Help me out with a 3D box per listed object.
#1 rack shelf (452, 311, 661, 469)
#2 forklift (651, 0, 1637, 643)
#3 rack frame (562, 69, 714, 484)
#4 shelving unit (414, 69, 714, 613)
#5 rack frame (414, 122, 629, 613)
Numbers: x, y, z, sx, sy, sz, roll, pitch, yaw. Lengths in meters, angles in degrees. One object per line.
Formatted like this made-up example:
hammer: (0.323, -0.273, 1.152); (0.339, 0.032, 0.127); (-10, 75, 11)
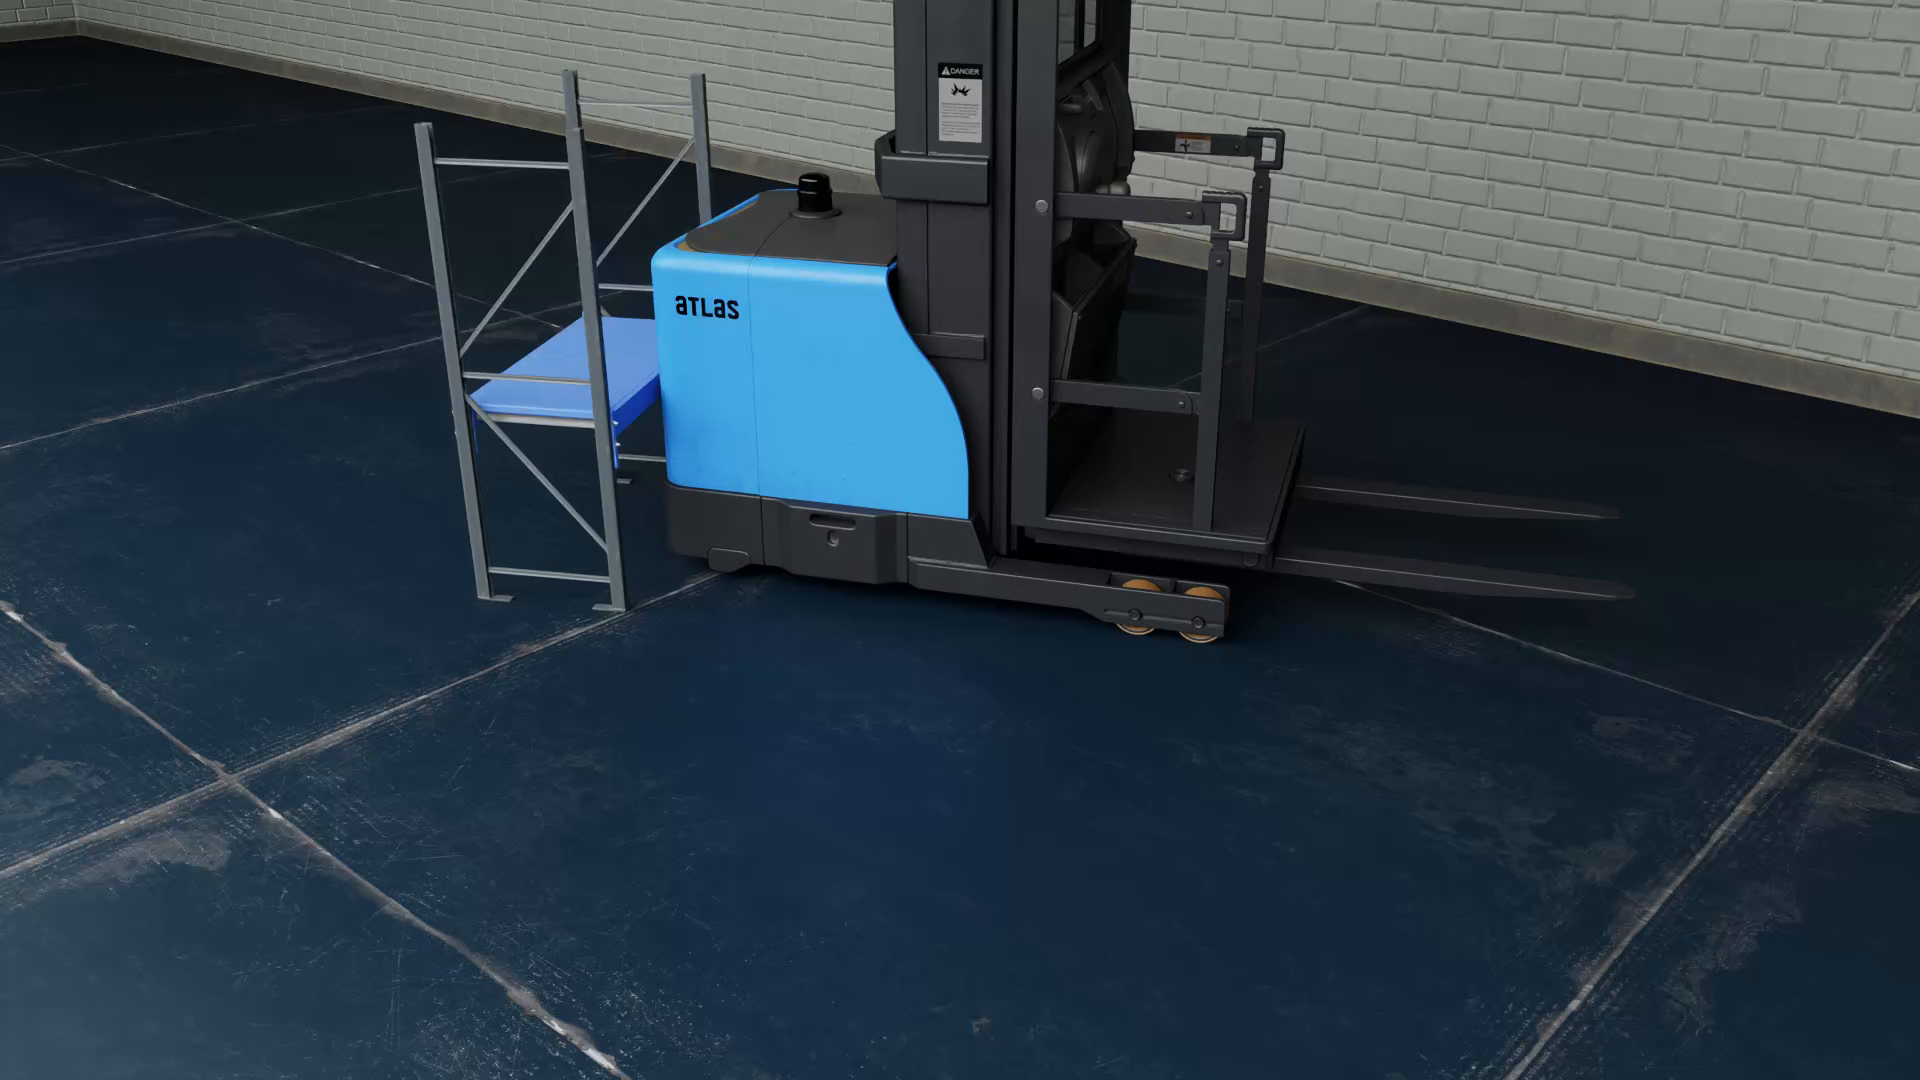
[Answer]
rack shelf: (-1.196, -0.520, 5.515); (0.538, 0.185, 1.000); (5, 25, 10)
forklift: (0.602, -1.267, 4.993); (3.031, 2.935, 1.130); (7, 25, 15)
rack frame: (-1.097, -0.888, 5.896); (0.500, 1.500, 0.032); (5, 25, 10)
shelving unit: (-1.197, -0.684, 5.441); (0.538, 1.500, 1.048); (5, 25, 10)
rack frame: (-1.297, -0.480, 4.986); (0.500, 1.500, 0.032); (5, 25, 10)
